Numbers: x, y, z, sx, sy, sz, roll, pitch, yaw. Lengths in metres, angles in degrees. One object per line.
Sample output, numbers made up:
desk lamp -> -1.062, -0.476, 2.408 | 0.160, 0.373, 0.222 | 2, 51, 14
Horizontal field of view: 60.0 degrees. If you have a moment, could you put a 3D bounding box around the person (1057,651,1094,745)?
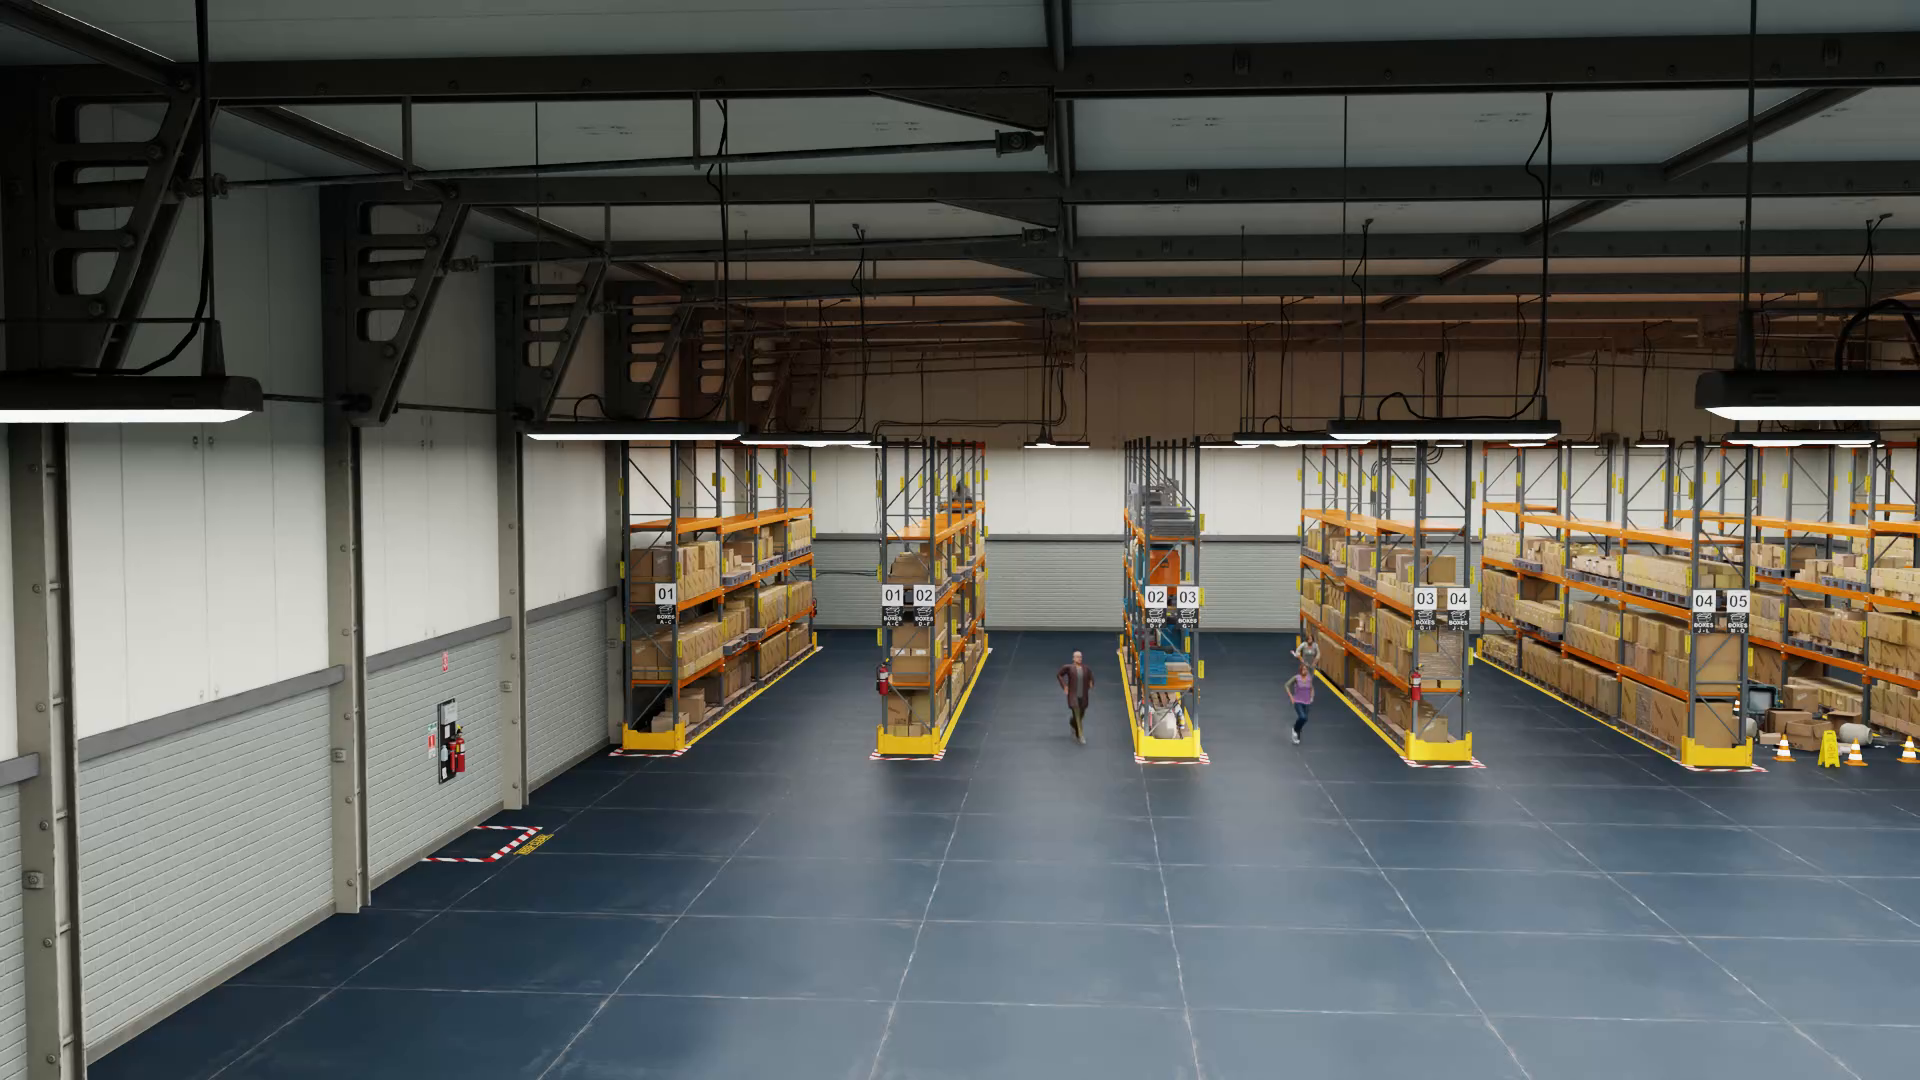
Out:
person -> 2.302, 3.088, 32.774 | 0.710, 1.776, 1.026 | -1, 3, -17

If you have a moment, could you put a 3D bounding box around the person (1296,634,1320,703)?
person -> 7.996, 2.917, 38.270 | 0.547, 1.573, 0.850 | 0, 3, 4

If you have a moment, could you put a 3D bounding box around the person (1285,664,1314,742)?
person -> 6.672, 3.197, 32.477 | 0.533, 1.556, 0.616 | -1, 3, -17
